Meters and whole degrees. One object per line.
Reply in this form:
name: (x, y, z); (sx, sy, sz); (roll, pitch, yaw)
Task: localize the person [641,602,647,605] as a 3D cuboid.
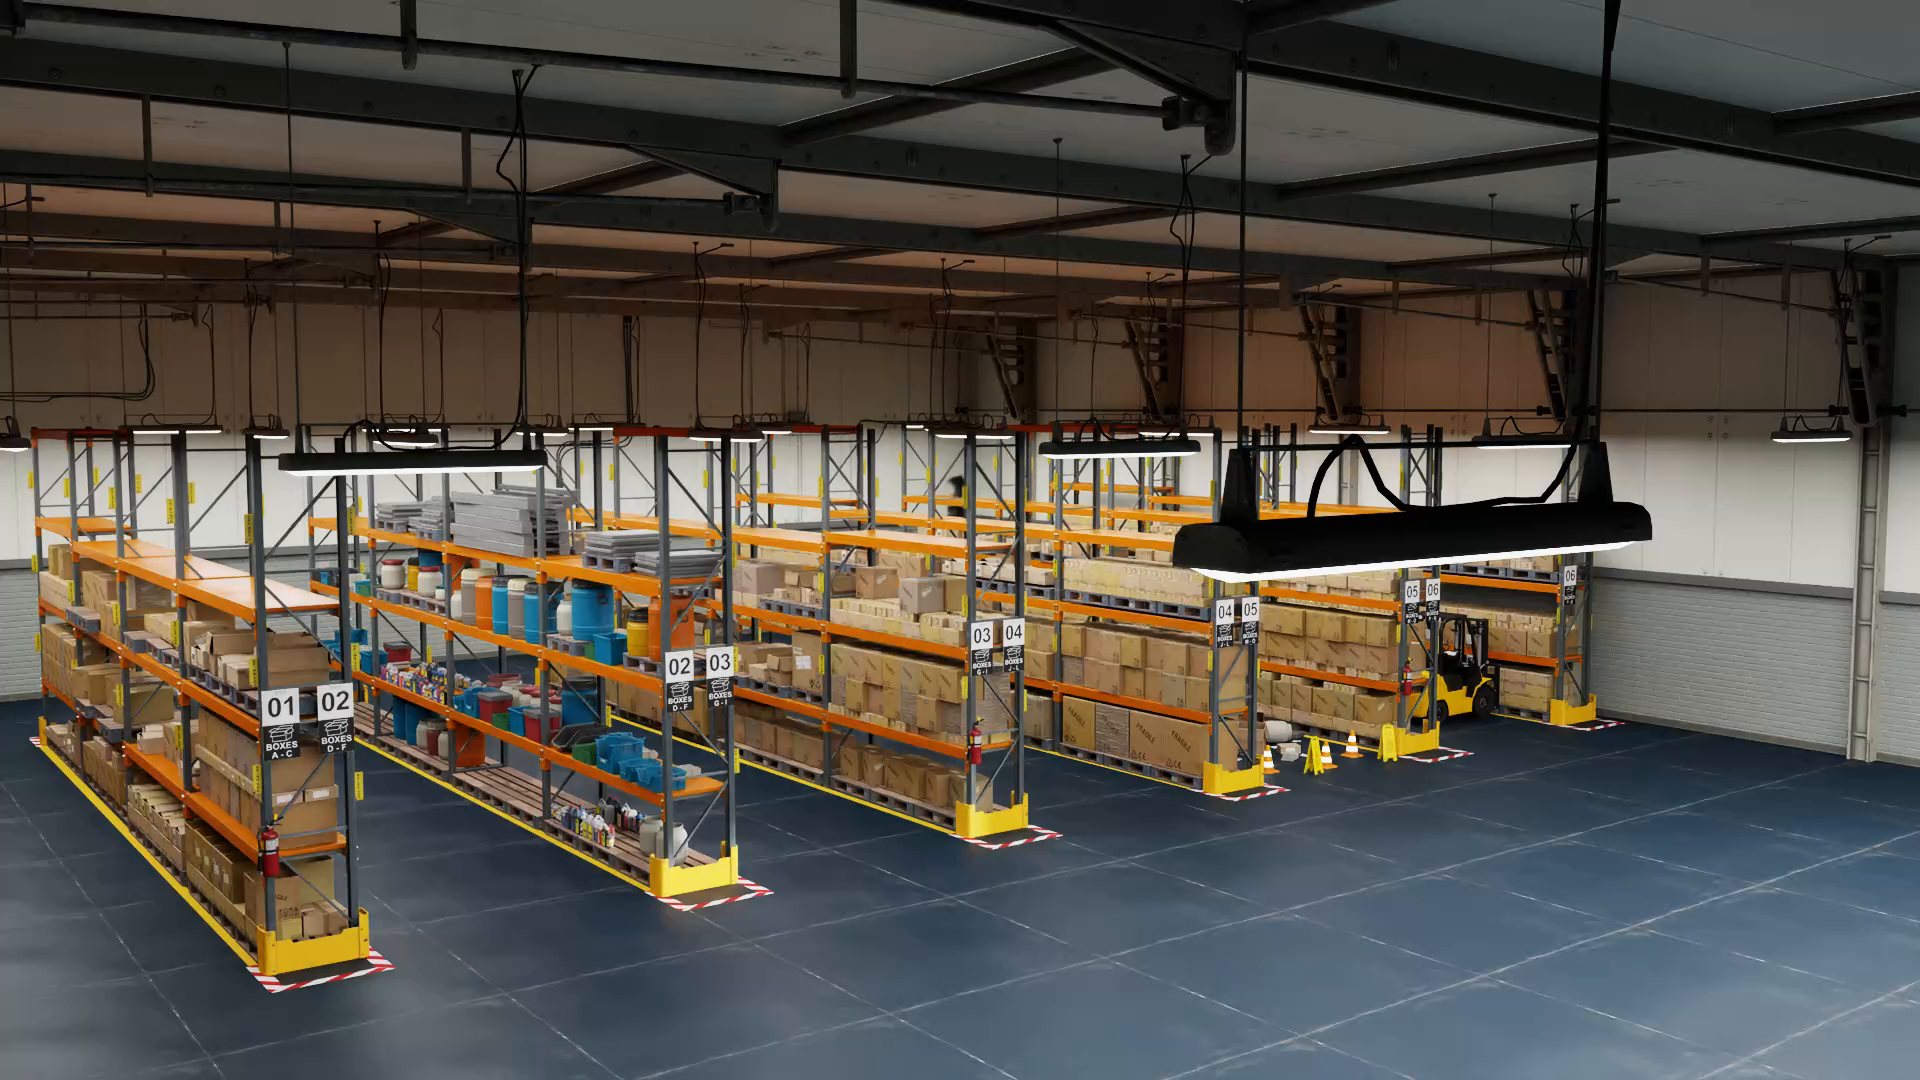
person: (-7.553, 2.353, 39.874); (0.695, 1.732, 0.650); (4, 6, 39)

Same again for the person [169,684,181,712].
person: (-15.757, 2.878, 32.953); (0.666, 1.744, 0.759); (2, 5, 23)
